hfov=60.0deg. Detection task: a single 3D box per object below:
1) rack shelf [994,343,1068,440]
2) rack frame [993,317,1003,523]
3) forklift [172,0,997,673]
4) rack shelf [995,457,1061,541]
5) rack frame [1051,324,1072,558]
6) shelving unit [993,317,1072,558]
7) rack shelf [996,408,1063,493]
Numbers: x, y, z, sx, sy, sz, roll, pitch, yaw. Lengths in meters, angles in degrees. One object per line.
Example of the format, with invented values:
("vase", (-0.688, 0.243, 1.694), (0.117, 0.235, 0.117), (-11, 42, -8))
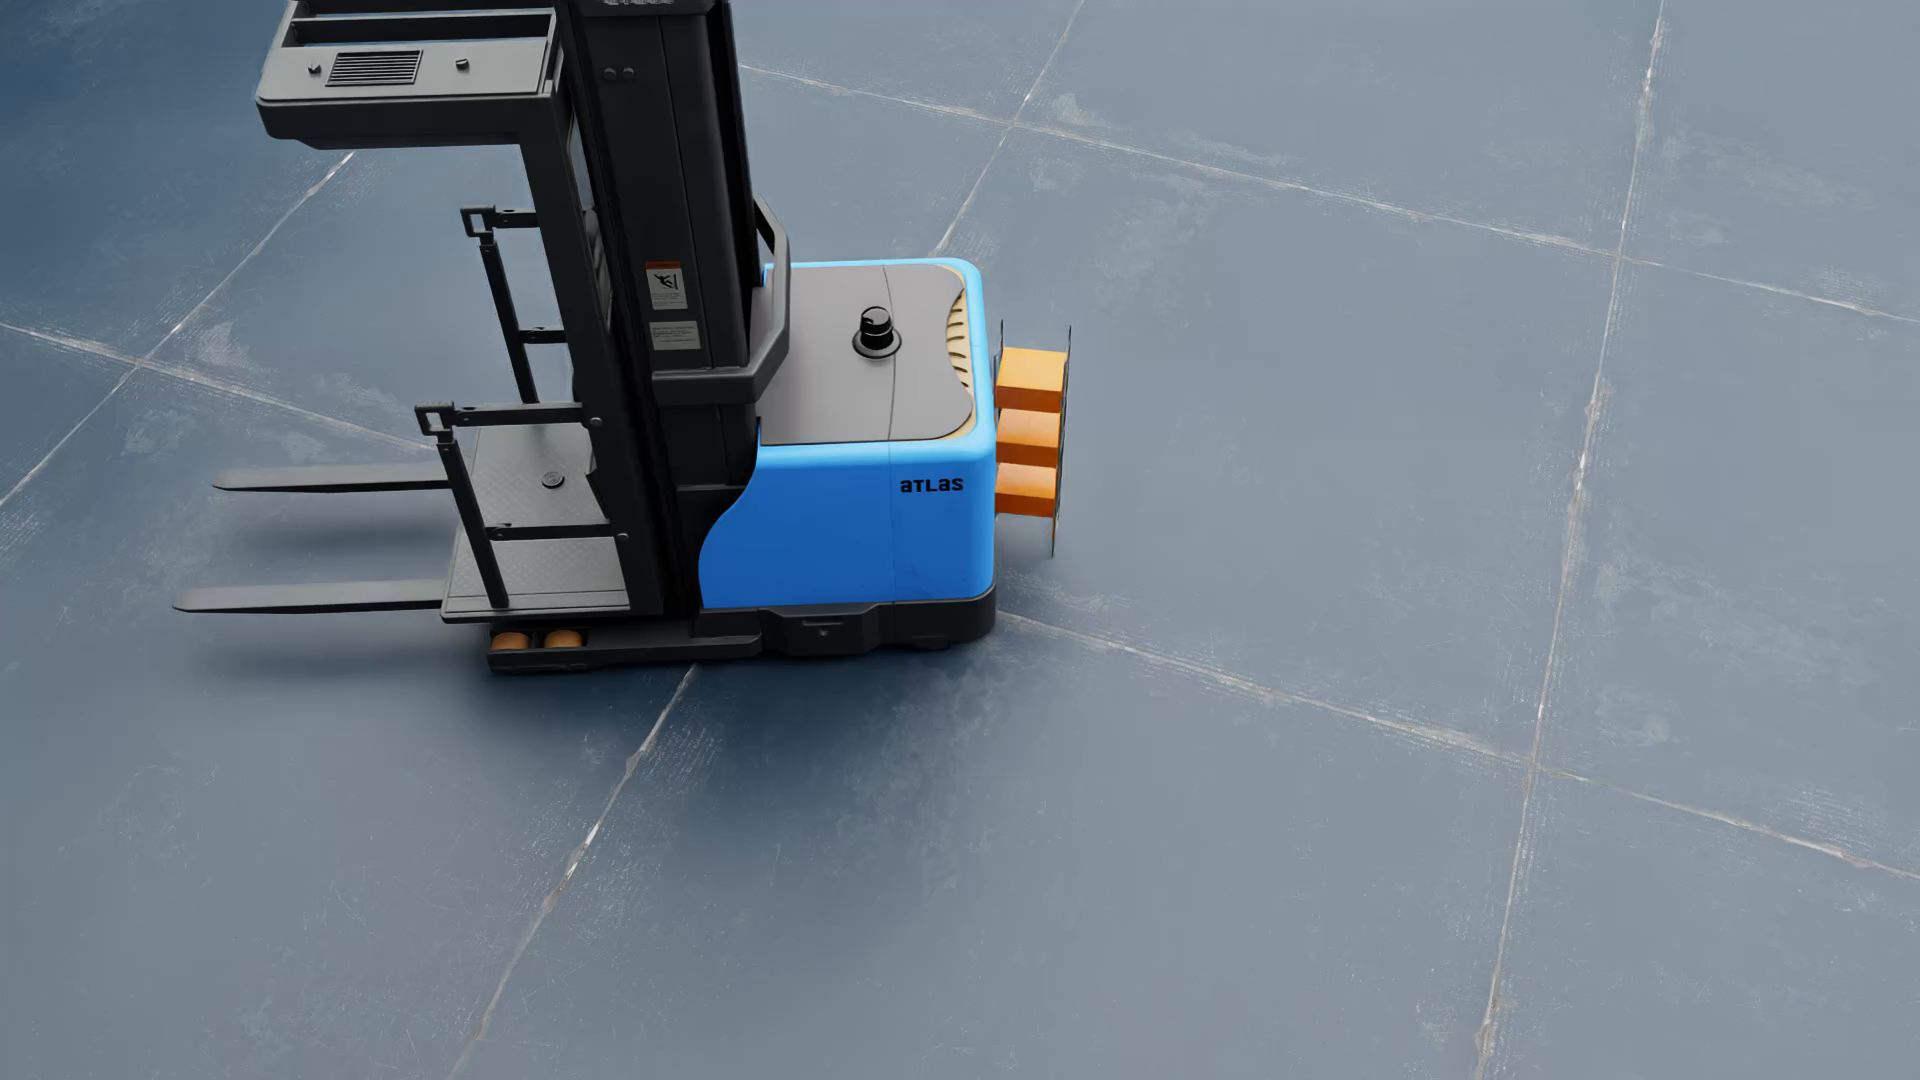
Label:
("rack shelf", (0.257, -0.539, 6.027), (0.240, 0.259, 0.215), (6, 49, 5))
("rack frame", (0.137, -0.373, 6.245), (0.008, 1.050, 0.200), (6, 49, 5))
("forklift", (-1.401, -0.877, 5.437), (3.031, 2.935, 1.130), (-2, 49, -2))
("rack shelf", (0.257, -0.171, 6.452), (0.240, 0.259, 0.215), (6, 49, 5))
("rack frame", (0.378, -0.347, 6.222), (0.008, 1.050, 0.200), (6, 49, 5))
("shelving unit", (0.257, -0.360, 6.234), (0.252, 1.050, 0.215), (6, 49, 5))
("rack shelf", (0.257, -0.353, 6.242), (0.240, 0.259, 0.215), (6, 49, 5))
